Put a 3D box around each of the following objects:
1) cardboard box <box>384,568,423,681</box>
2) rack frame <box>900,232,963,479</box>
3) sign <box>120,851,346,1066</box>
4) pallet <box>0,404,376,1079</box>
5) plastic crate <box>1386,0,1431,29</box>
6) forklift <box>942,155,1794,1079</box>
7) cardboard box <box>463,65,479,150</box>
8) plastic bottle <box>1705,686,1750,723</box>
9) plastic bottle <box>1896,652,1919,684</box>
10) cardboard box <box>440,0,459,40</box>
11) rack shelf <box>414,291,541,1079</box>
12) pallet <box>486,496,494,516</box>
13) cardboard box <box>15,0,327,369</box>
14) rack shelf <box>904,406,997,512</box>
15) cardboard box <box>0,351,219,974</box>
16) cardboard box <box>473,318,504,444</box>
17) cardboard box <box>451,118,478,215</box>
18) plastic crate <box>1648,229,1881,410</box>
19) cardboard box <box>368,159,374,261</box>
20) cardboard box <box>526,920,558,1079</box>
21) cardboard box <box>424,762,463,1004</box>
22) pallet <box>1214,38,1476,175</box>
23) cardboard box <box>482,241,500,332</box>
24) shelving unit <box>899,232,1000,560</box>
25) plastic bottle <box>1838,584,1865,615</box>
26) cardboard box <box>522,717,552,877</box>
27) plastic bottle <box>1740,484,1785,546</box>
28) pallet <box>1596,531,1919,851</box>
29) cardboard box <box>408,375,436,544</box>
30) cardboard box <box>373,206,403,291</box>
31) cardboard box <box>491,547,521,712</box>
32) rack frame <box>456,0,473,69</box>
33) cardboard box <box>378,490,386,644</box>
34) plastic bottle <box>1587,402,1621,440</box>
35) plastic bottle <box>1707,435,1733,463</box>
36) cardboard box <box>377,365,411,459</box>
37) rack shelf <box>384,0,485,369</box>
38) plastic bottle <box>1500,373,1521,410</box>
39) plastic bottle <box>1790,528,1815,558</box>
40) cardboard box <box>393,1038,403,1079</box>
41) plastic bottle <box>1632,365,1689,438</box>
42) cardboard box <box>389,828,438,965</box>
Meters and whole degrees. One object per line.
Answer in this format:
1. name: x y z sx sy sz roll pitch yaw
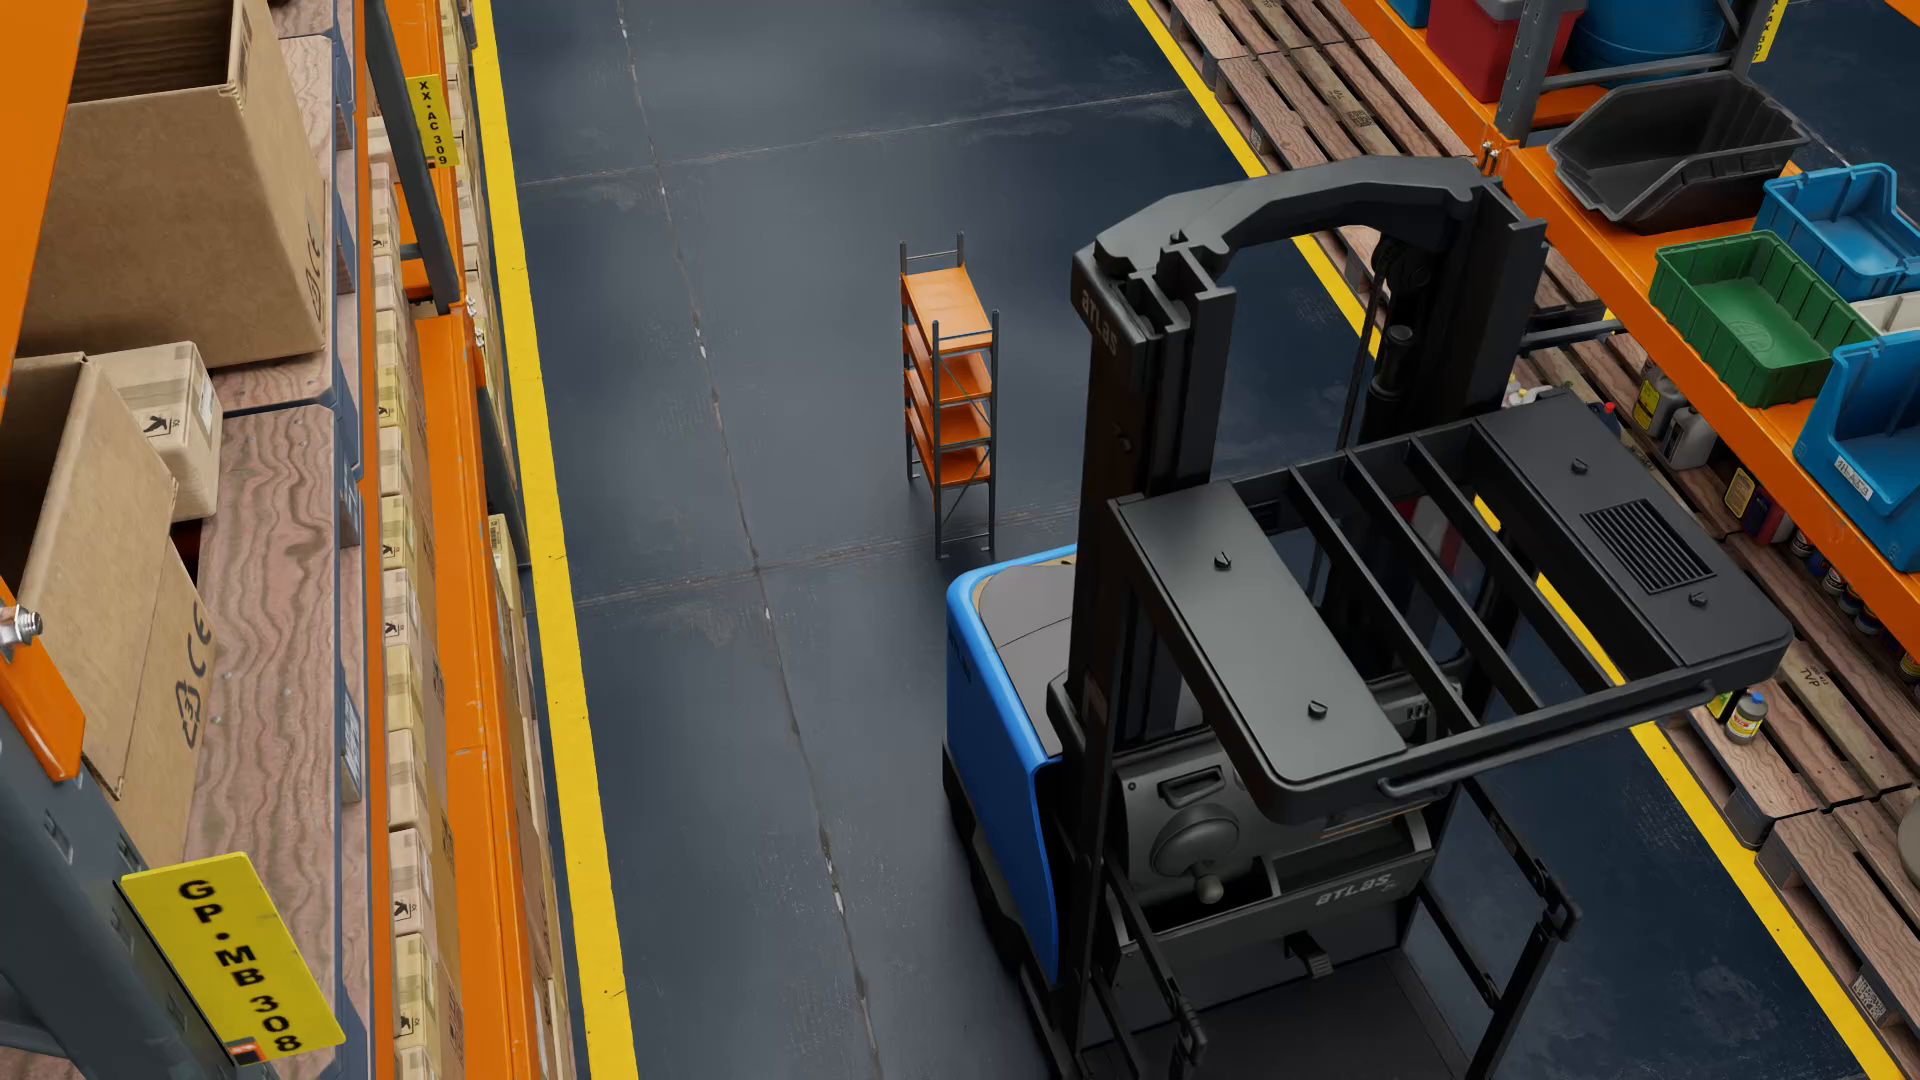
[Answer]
1. cardboard box: -1.473 0.233 3.897 0.380 0.149 0.250 -10 46 -10
2. rack frame: -0.105 -0.703 6.599 0.240 1.200 0.015 -11 47 -10
3. sign: -0.649 0.386 1.504 0.100 0.325 0.005 -11 47 -10
4. pallet: -1.344 0.355 2.264 1.003 0.211 1.213 -11 47 -10
5. plastic crate: 1.995 -2.497 7.108 0.392 0.384 0.575 -11 47 -10
6. forklift: 0.907 0.717 3.995 1.130 2.935 3.031 -14 47 -13
7. cardboard box: -2.730 -2.167 8.405 0.500 0.250 0.500 -11 47 -11
8. plastic bottle: 2.660 0.495 5.758 0.061 0.283 0.133 -10 46 -9
9. plastic bottle: 3.412 0.409 5.900 0.097 0.201 0.097 0 46 0
10. cardboard box: -2.863 -2.721 8.555 0.500 0.311 0.500 -10 46 -9
11. rack shelf: -1.700 0.738 4.431 1.077 0.370 4.000 -11 47 -10
12. pallet: -2.438 -0.421 7.014 1.003 0.211 1.213 -11 47 -10
13. cardboard box: -1.348 -0.611 2.686 0.500 0.500 0.500 -11 47 -10
14. rack shelf: -0.042 -0.348 6.623 0.258 0.148 0.480 -11 47 -10
15. cardboard box: -1.331 0.187 1.902 0.797 0.503 0.637 -8 46 -8
16. cardboard box: -2.077 -0.607 6.483 0.500 0.311 0.500 -11 47 -10
17. cardboard box: -2.471 -1.668 7.523 0.500 0.311 0.500 -10 46 -9
18. plastic crate: 2.652 -0.735 5.519 0.450 0.188 0.662 -11 47 -10
19. cardboard box: -2.092 -1.079 4.729 0.700 0.500 0.500 -10 47 -10
20. cardboard box: -1.380 1.321 4.461 0.500 0.500 0.500 -11 47 -10
21. cardboard box: -1.555 0.801 3.794 0.700 0.500 0.500 -10 46 -10
22. pallet: 2.023 -2.201 8.759 1.003 0.211 1.213 -11 47 -10
23. cardboard box: -2.340 -1.114 7.372 0.500 0.250 0.500 -12 47 -12
24. shelving unit: -0.042 -0.534 6.433 0.258 1.200 0.503 -11 47 -10
25. plastic bottle: 3.325 0.150 6.105 0.097 0.271 0.097 0 46 0
26. cardboard box: -1.621 0.890 5.409 0.500 0.250 0.500 -11 47 -10
27. plastic bottle: 3.088 -0.121 6.362 0.061 0.283 0.133 -11 47 -10
28. pallet: 3.025 0.493 6.119 1.003 0.211 1.213 -11 47 -10
29. cardboard box: -1.951 -0.262 4.836 0.700 0.500 0.500 -11 47 -11
30. cardboard box: -1.873 -0.837 4.946 0.380 0.149 0.250 -12 47 -11
31. cardboard box: -1.765 0.286 5.476 0.500 0.500 0.500 -11 47 -10
32. rack frame: -3.236 -3.657 8.233 1.000 3.000 0.127 -11 47 -10
33. cardboard box: -1.706 -0.039 3.710 0.700 0.500 0.500 -11 47 -10
34. plastic bottle: 2.523 -0.418 6.606 0.144 0.351 0.185 -11 47 -10
35. plastic bottle: 3.070 -0.500 6.687 0.144 0.351 0.185 -13 47 -12
36. cardboard box: -1.676 -0.306 4.425 0.380 0.149 0.250 -11 47 -11
37. rack shelf: -2.724 -2.024 7.137 1.077 0.370 4.000 -11 47 -10
38. plastic bottle: 2.262 -0.602 6.891 0.097 0.201 0.097 0 46 0
39. plastic bottle: 3.247 -0.036 6.336 0.097 0.201 0.097 0 46 0
40. cardboard box: -1.308 1.016 2.675 0.700 0.500 0.500 -11 47 -10
41. plastic bottle: 2.882 -0.607 6.791 0.144 0.351 0.185 -11 47 -10
42. cardboard box: -1.275 0.765 3.375 0.380 0.149 0.250 -11 47 -11
